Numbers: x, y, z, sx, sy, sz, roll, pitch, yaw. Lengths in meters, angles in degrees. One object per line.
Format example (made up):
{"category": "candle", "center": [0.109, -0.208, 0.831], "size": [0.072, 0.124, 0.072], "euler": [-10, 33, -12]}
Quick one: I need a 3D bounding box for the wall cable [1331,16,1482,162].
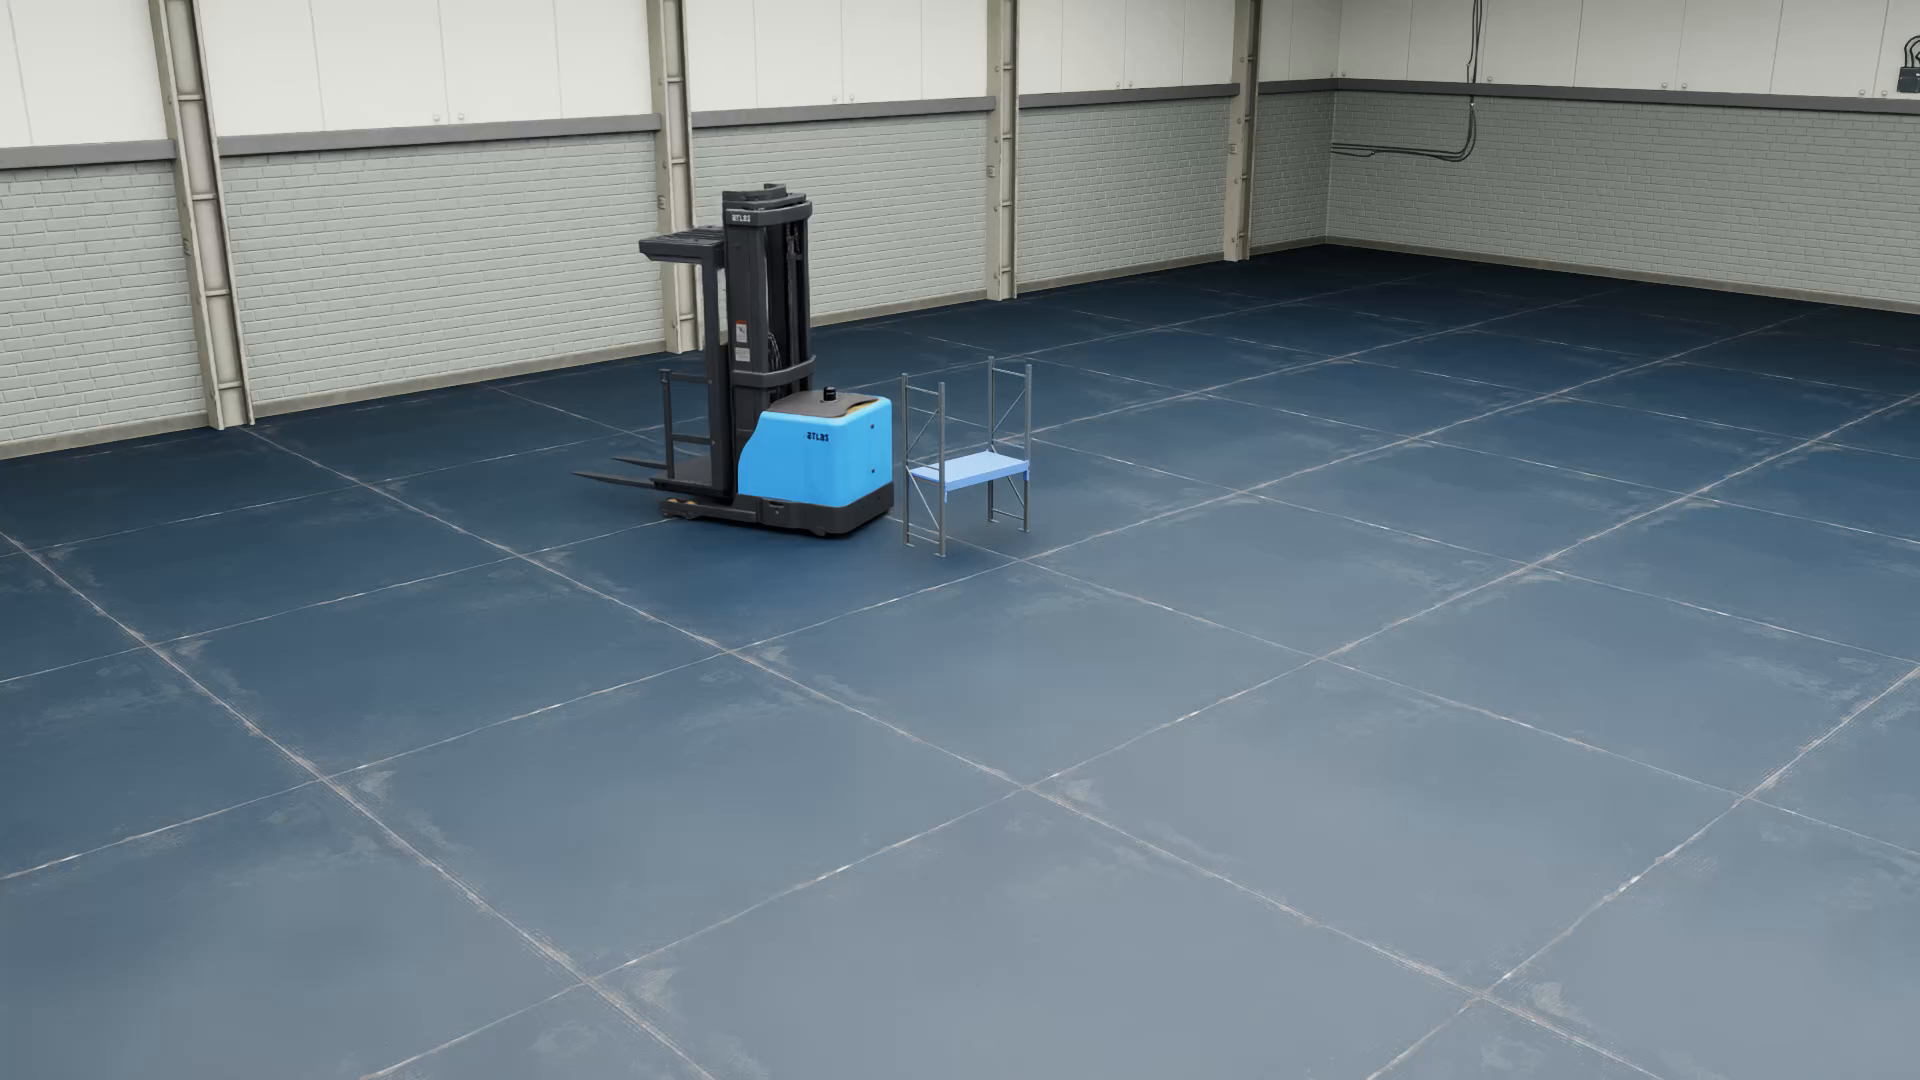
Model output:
{"category": "wall cable", "center": [8.059, -8.225, 30.298], "size": [0.112, 2.526, 3.097], "euler": [-16, 24, -41]}

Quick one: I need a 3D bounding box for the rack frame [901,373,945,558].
{"category": "rack frame", "center": [-0.307, -0.624, 13.977], "size": [0.032, 1.500, 0.500], "euler": [-16, 24, -41]}

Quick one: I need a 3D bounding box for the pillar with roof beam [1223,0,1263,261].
{"category": "pillar with roof beam", "center": [7.968, -8.410, 25.832], "size": [0.400, 9.000, 9.100], "euler": [-16, 24, -41]}

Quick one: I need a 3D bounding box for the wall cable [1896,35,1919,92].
{"category": "wall cable", "center": [14.570, -9.189, 22.723], "size": [0.169, 6.003, 2.305], "euler": [-16, 24, -41]}

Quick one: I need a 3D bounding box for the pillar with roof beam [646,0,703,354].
{"category": "pillar with roof beam", "center": [-0.752, -5.867, 17.990], "size": [0.400, 9.000, 9.100], "euler": [-16, 24, -41]}

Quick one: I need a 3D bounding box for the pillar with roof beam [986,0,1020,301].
{"category": "pillar with roof beam", "center": [3.608, -7.138, 21.911], "size": [0.400, 9.000, 9.100], "euler": [-16, 24, -41]}

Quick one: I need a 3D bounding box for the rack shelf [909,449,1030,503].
{"category": "rack shelf", "center": [0.062, -0.560, 14.365], "size": [1.000, 0.185, 0.538], "euler": [-16, 24, -41]}

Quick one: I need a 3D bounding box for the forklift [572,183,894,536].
{"category": "forklift", "center": [-2.162, -1.713, 15.017], "size": [3.031, 2.935, 1.130], "euler": [8, 20, 24]}

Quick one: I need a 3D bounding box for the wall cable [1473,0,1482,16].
{"category": "wall cable", "center": [9.918, -10.022, 27.649], "size": [0.112, 2.526, 3.097], "euler": [-16, 24, -41]}

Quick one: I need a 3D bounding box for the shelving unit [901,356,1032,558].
{"category": "shelving unit", "center": [0.062, -0.732, 14.309], "size": [1.048, 1.500, 0.538], "euler": [-16, 24, -41]}

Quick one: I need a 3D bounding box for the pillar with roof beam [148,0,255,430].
{"category": "pillar with roof beam", "center": [-5.111, -4.596, 14.068], "size": [0.400, 9.000, 9.100], "euler": [-16, 24, -41]}

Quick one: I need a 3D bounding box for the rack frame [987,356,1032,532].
{"category": "rack frame", "center": [0.431, -0.839, 14.641], "size": [0.032, 1.500, 0.500], "euler": [-16, 24, -41]}
